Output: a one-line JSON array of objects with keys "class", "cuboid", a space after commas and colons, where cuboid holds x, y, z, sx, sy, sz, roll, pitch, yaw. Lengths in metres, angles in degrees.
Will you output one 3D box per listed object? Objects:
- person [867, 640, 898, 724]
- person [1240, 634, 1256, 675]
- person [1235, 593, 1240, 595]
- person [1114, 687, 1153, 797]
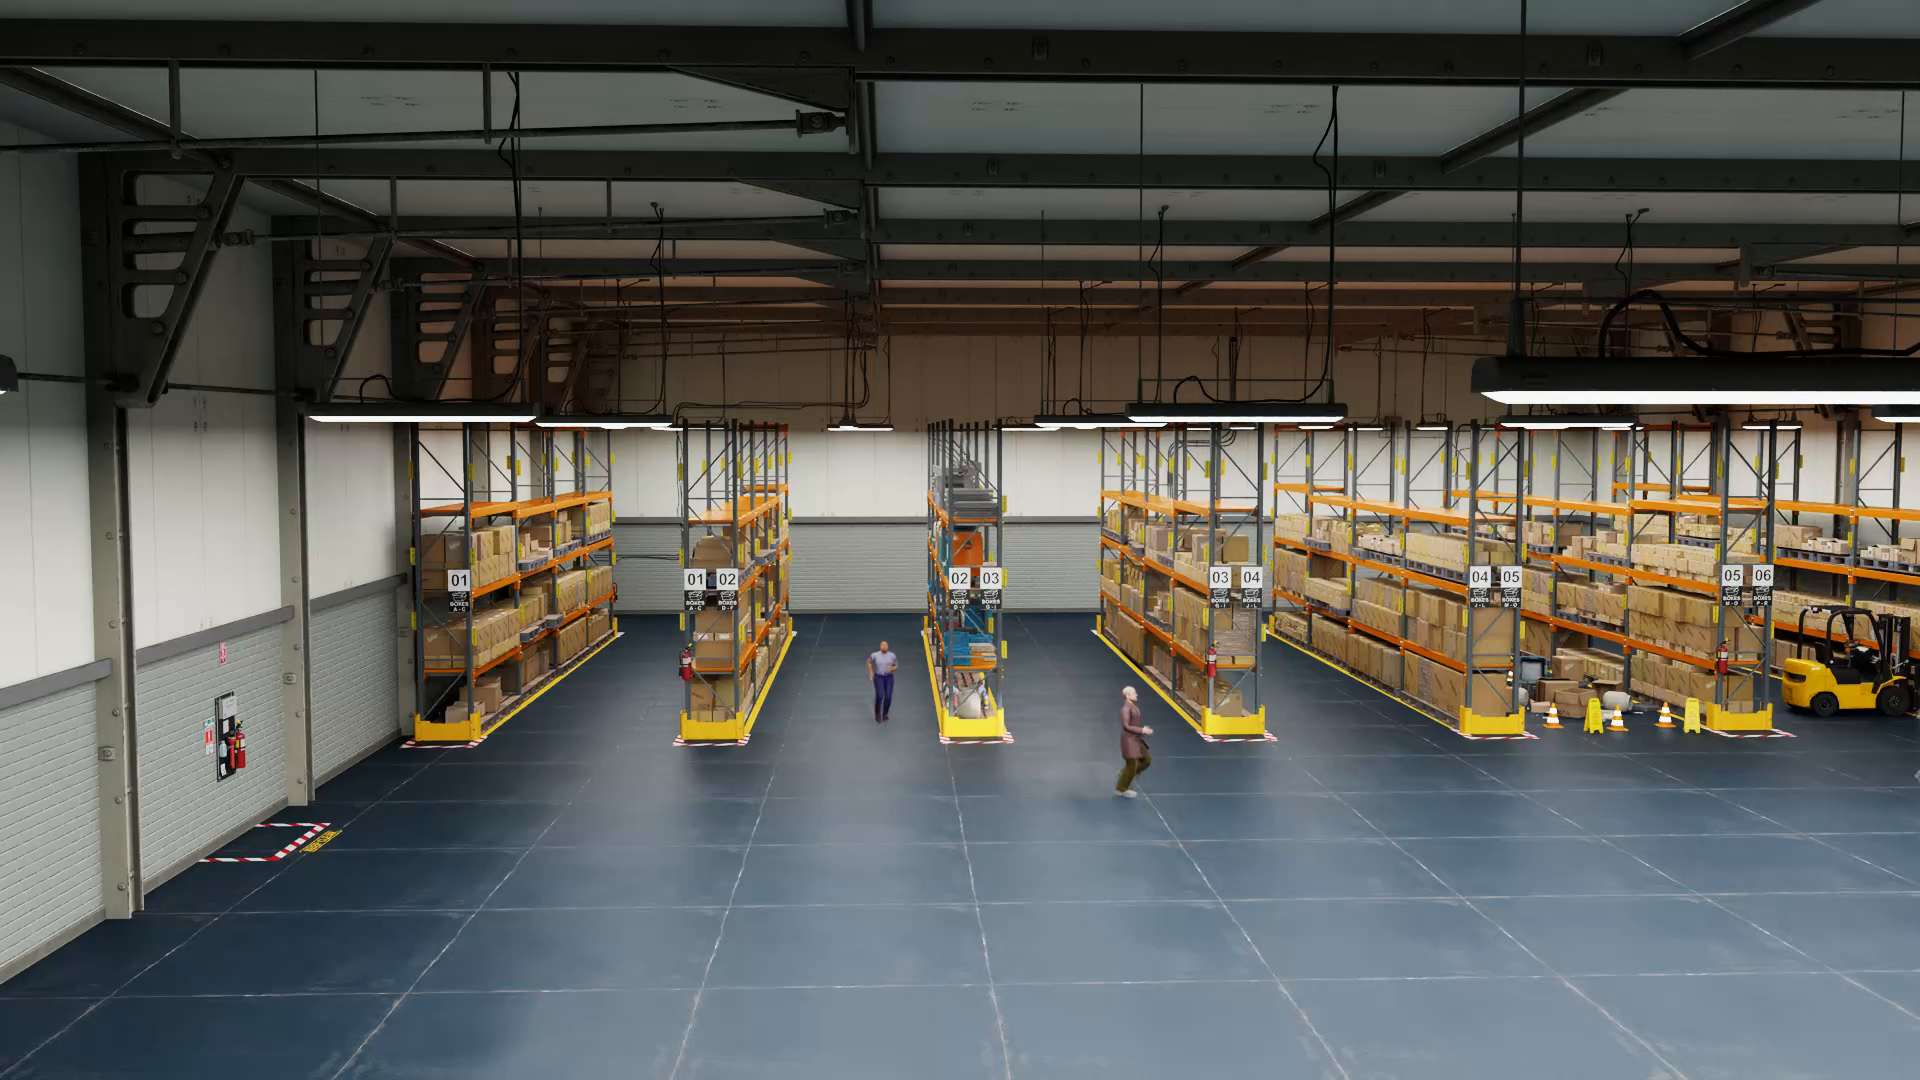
[{"class": "person", "cuboid": [-1.507, 2.803, 32.878, 0.577, 1.660, 0.663, -1, 4, -14]}, {"class": "person", "cuboid": [6.810, 2.376, 39.510, 0.586, 1.695, 0.661, 0, 4, -7]}, {"class": "person", "cuboid": [7.784, 1.918, 47.844, 0.579, 1.543, 0.627, 2, 4, 23]}, {"class": "person", "cuboid": [2.743, 3.173, 26.184, 0.631, 1.739, 0.695, 1, 4, 20]}]
